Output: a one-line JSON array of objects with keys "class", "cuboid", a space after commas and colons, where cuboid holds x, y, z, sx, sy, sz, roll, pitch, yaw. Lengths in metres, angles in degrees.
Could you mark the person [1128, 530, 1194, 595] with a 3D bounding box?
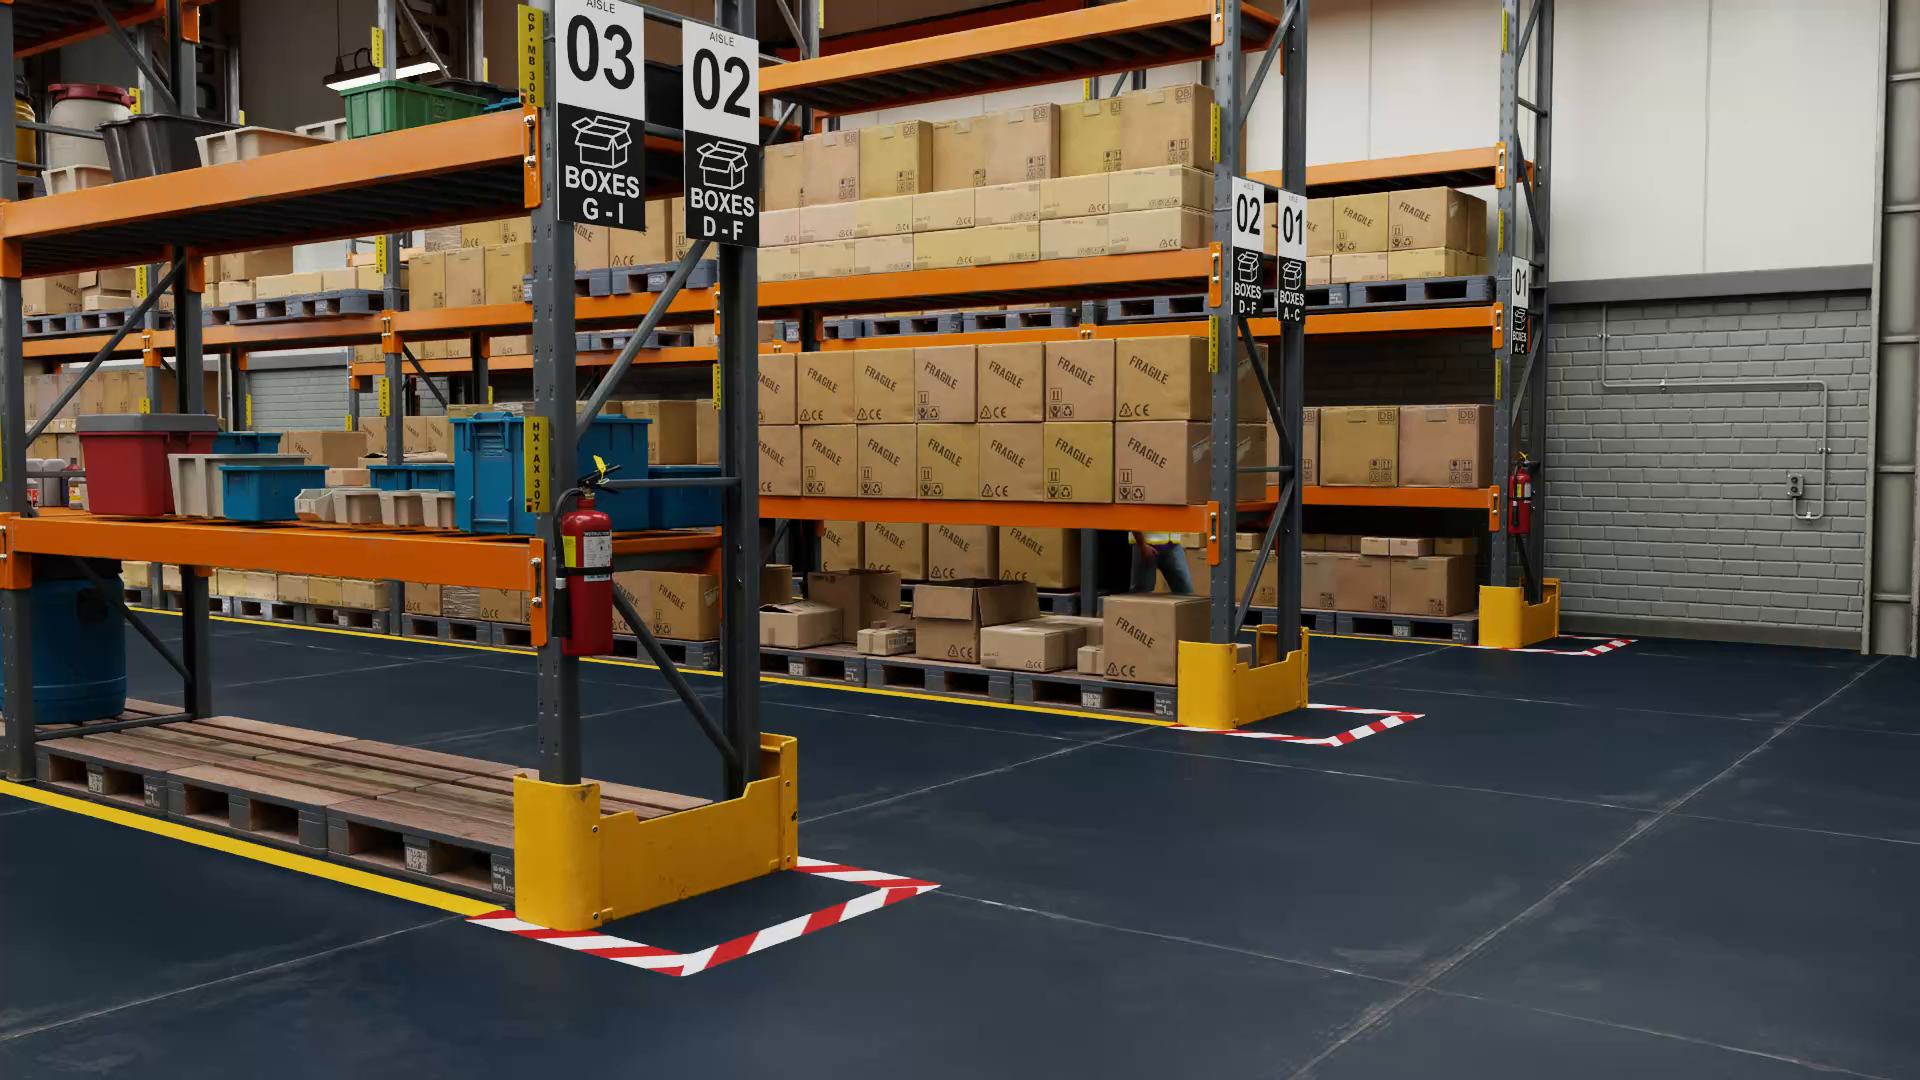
[{"class": "person", "cuboid": [1.540, 0.059, 12.580, 0.611, 1.765, 0.861, -3, 4, -40]}]
